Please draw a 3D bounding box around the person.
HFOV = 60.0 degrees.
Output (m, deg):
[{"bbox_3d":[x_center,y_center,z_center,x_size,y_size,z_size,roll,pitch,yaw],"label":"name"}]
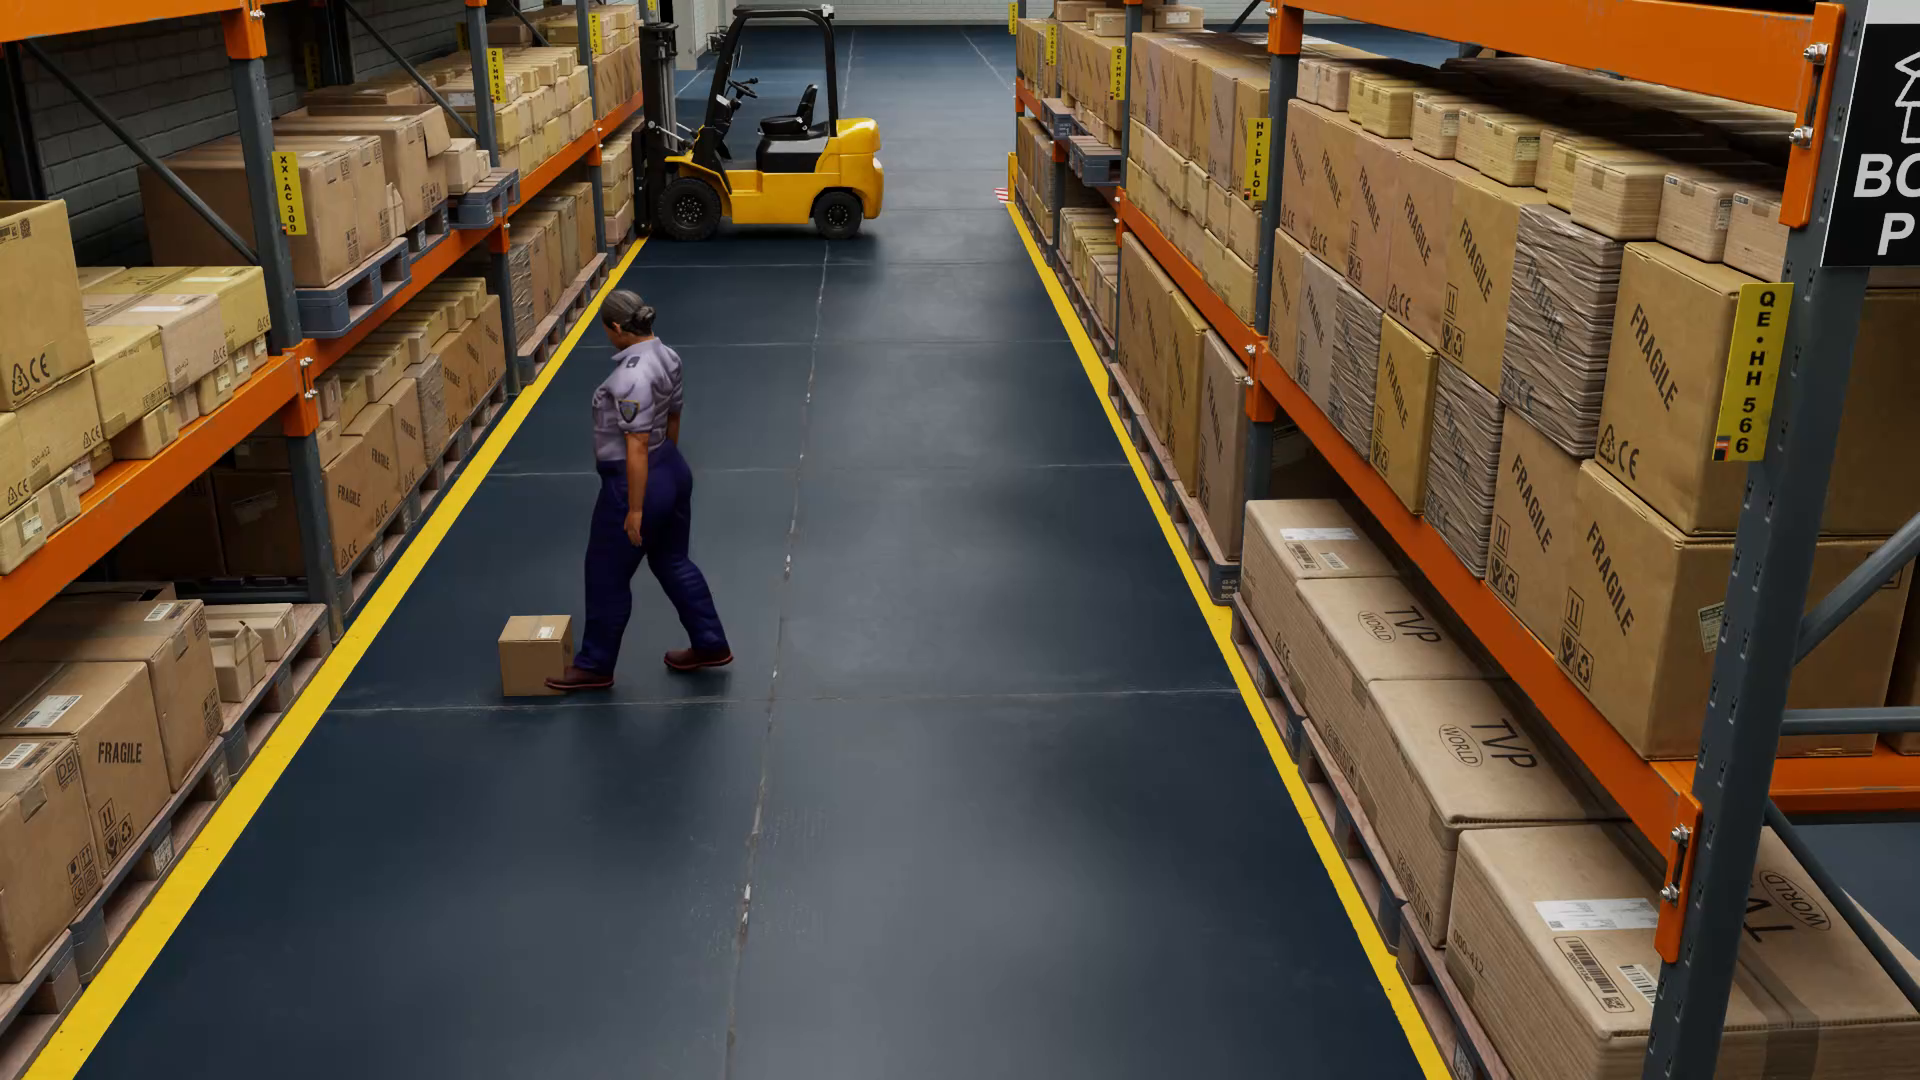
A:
[{"bbox_3d":[-1.325,-0.200,6.615,0.730,1.615,0.513,3,21,9],"label":"person"}]
